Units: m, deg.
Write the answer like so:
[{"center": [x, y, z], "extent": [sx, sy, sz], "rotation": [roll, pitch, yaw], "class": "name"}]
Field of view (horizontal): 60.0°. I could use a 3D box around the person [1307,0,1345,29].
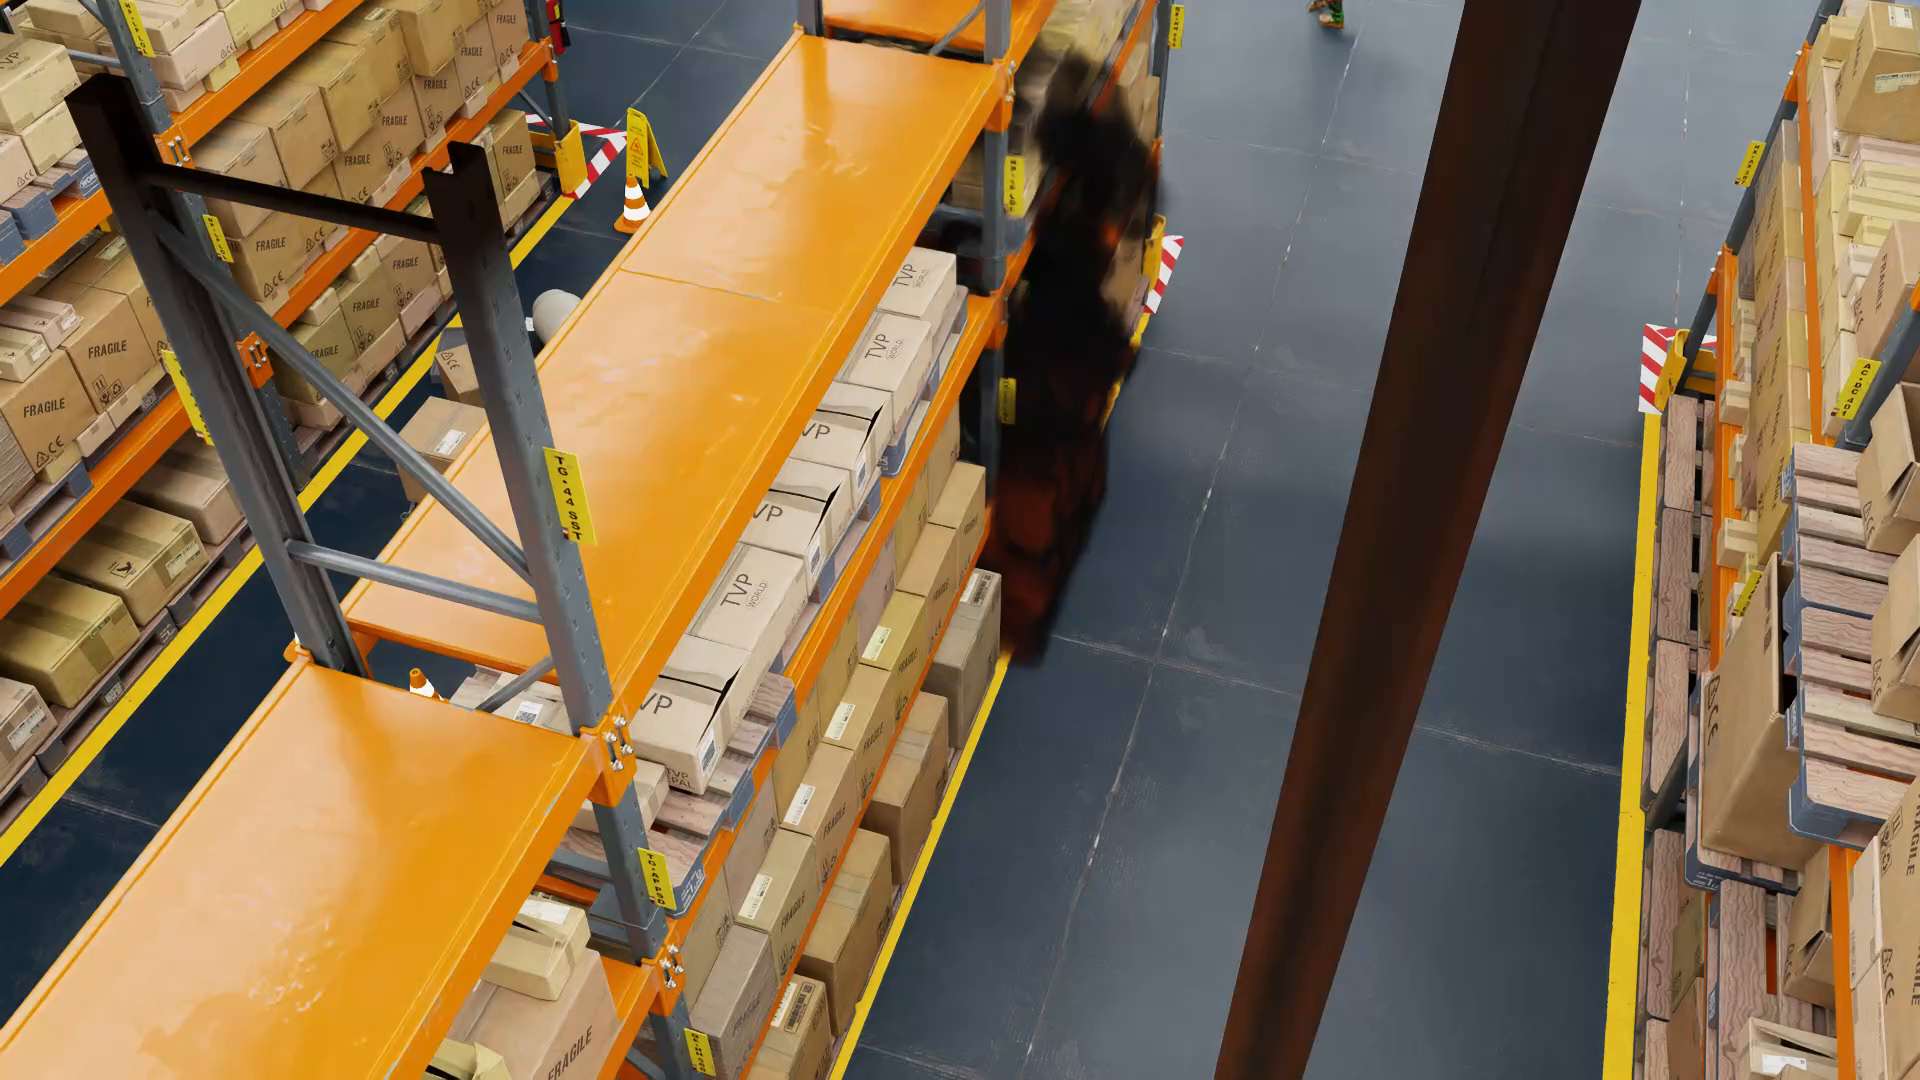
[{"center": [3.463, -5.566, 15.377], "extent": [0.637, 1.786, 0.611], "rotation": [-27, 51, -24], "class": "person"}]
